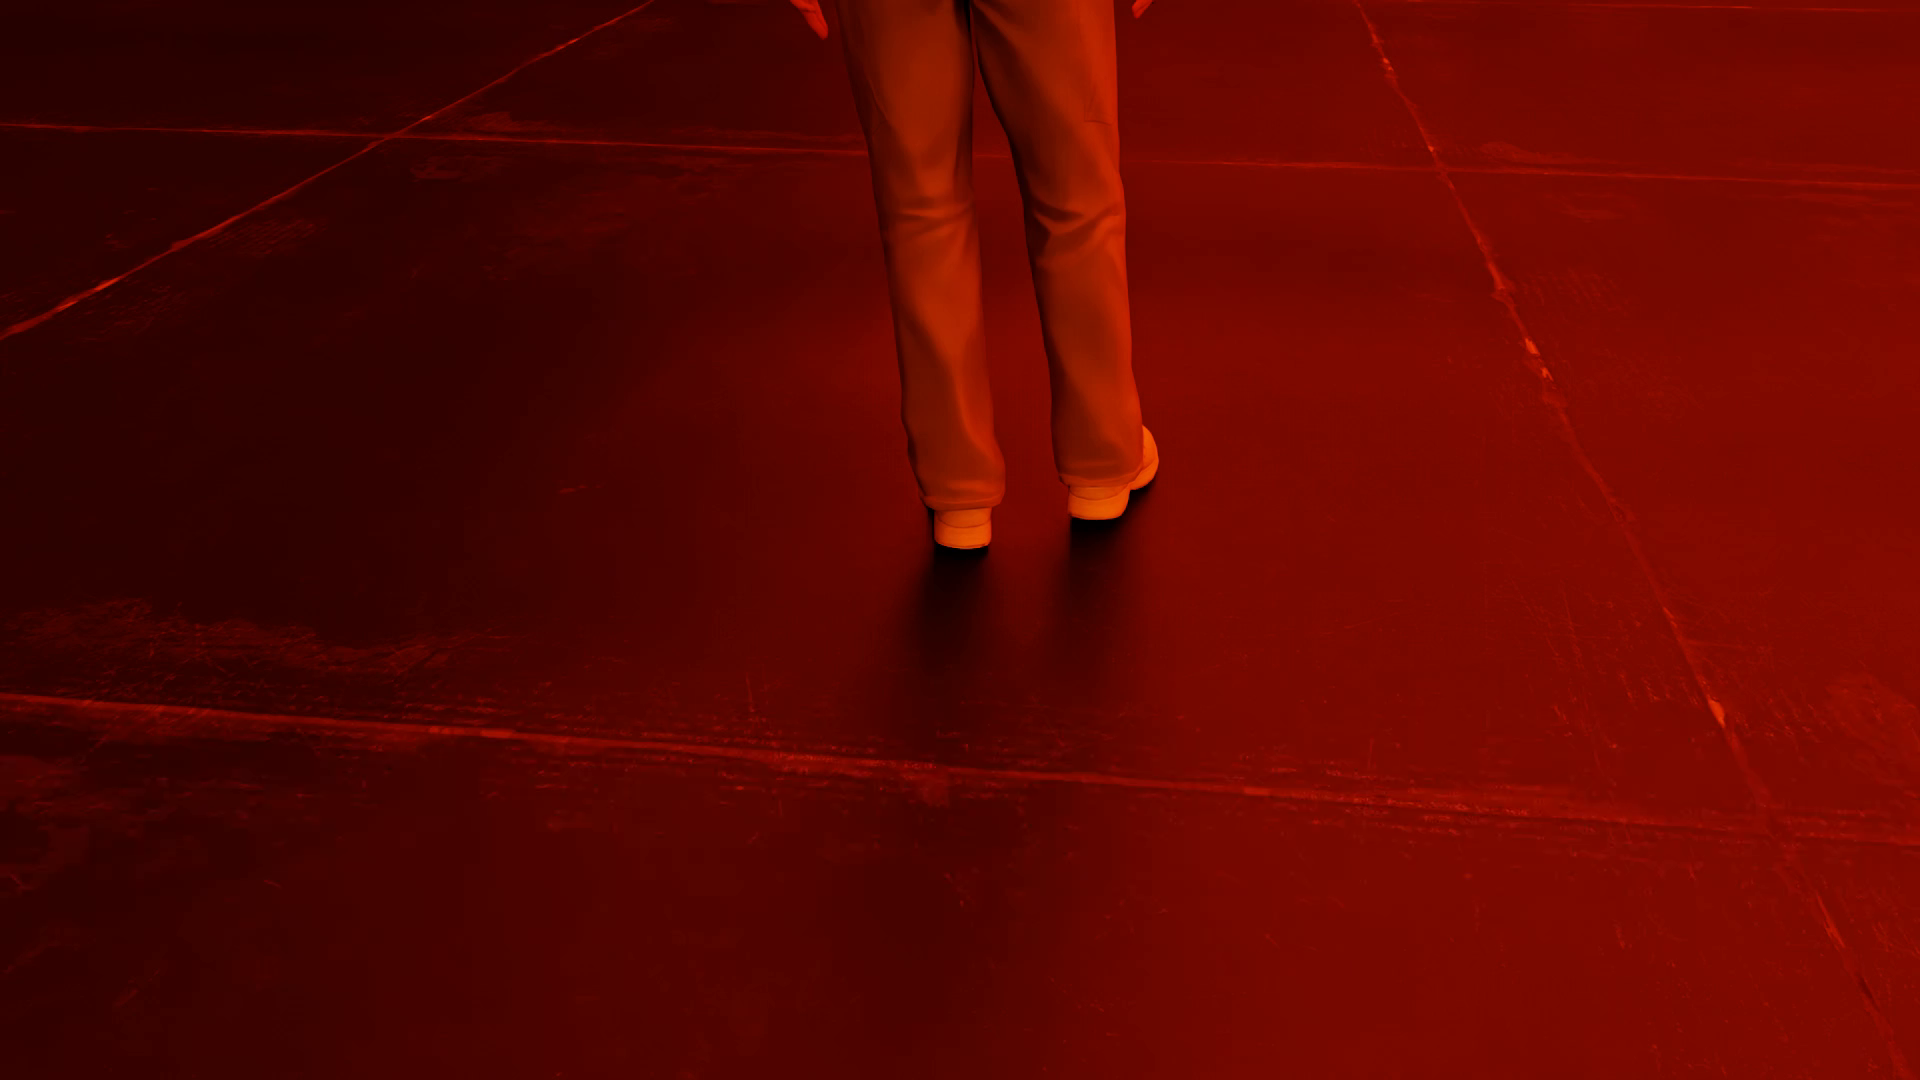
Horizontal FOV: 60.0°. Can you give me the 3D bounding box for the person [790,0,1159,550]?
[{"bbox_3d":[0.023,-0.788,2.186,0.549,1.676,0.549,3,27,7],"label":"person"}]
